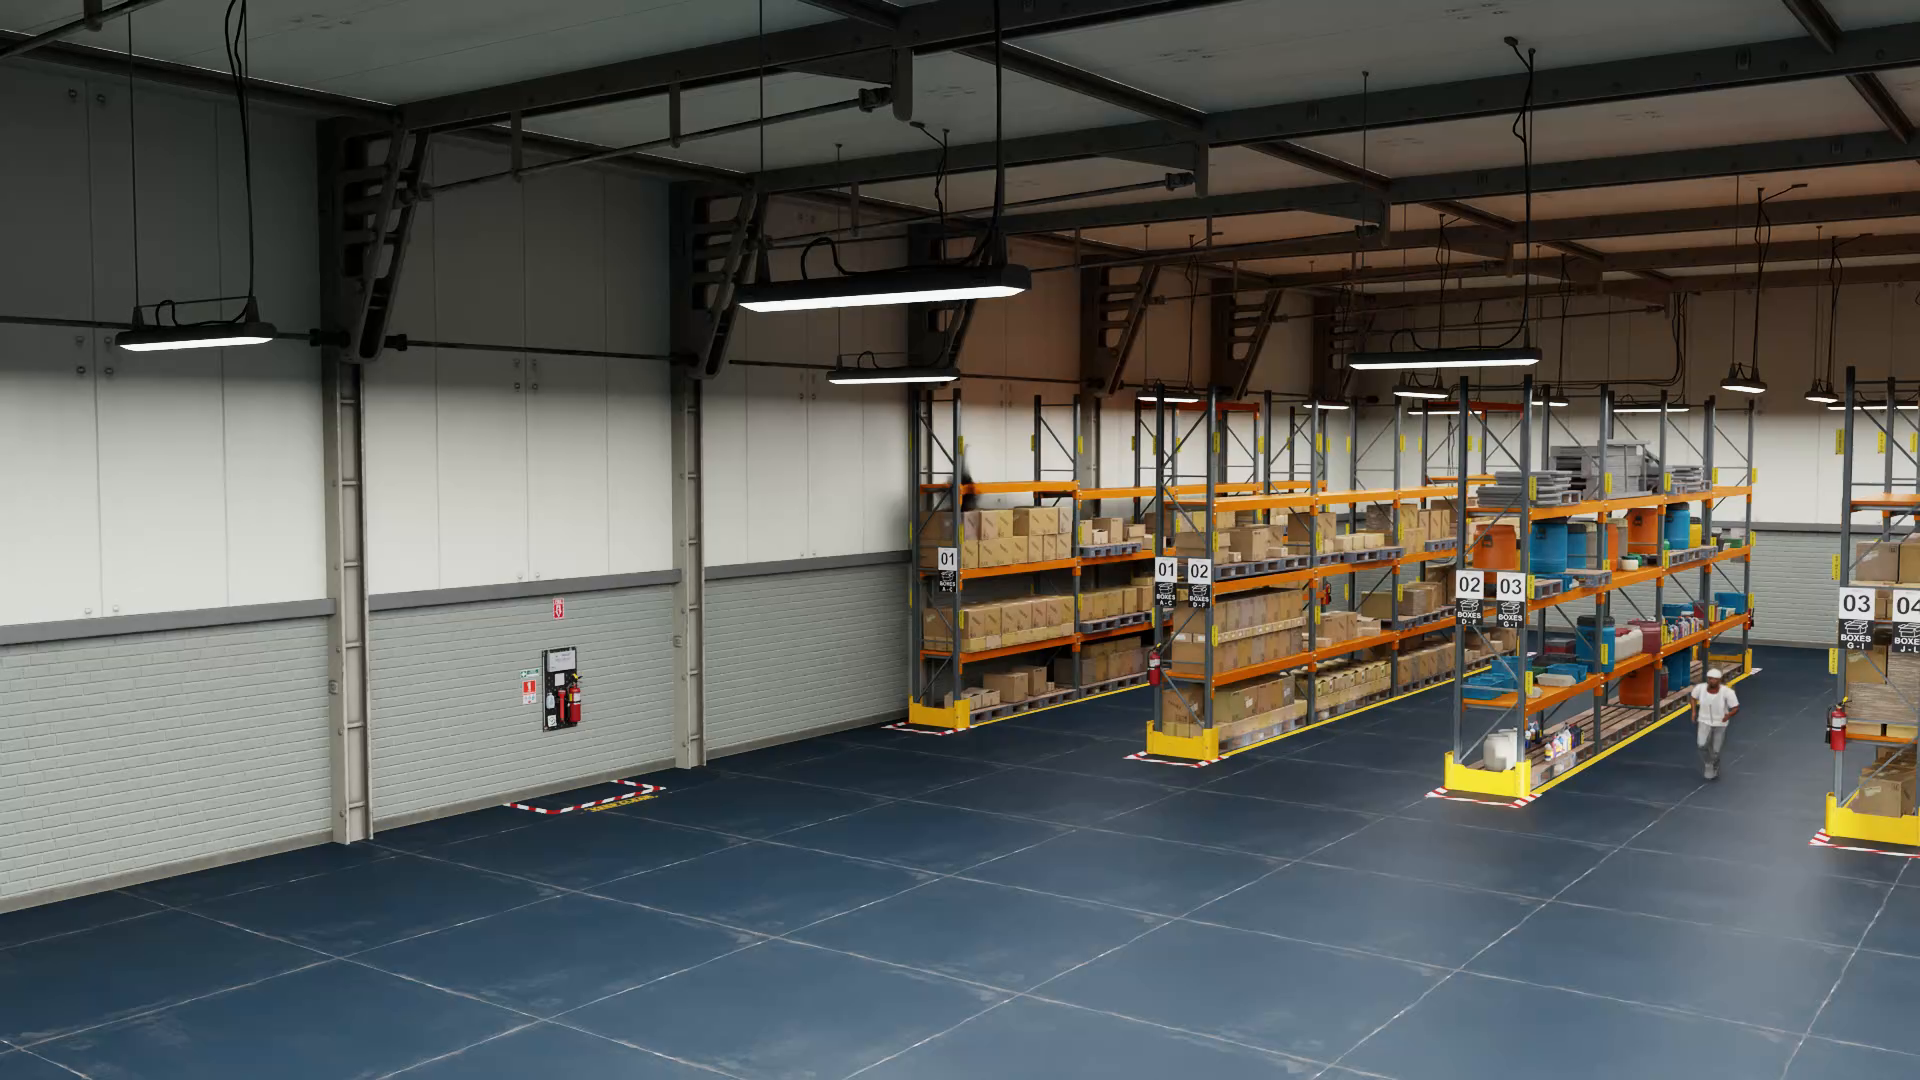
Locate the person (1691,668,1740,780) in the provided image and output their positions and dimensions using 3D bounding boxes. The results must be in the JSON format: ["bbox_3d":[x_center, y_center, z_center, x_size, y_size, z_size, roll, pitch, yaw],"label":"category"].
[{"bbox_3d":[11.283,2.748,24.880,0.687,1.693,0.819,2,4,29],"label":"person"}]
